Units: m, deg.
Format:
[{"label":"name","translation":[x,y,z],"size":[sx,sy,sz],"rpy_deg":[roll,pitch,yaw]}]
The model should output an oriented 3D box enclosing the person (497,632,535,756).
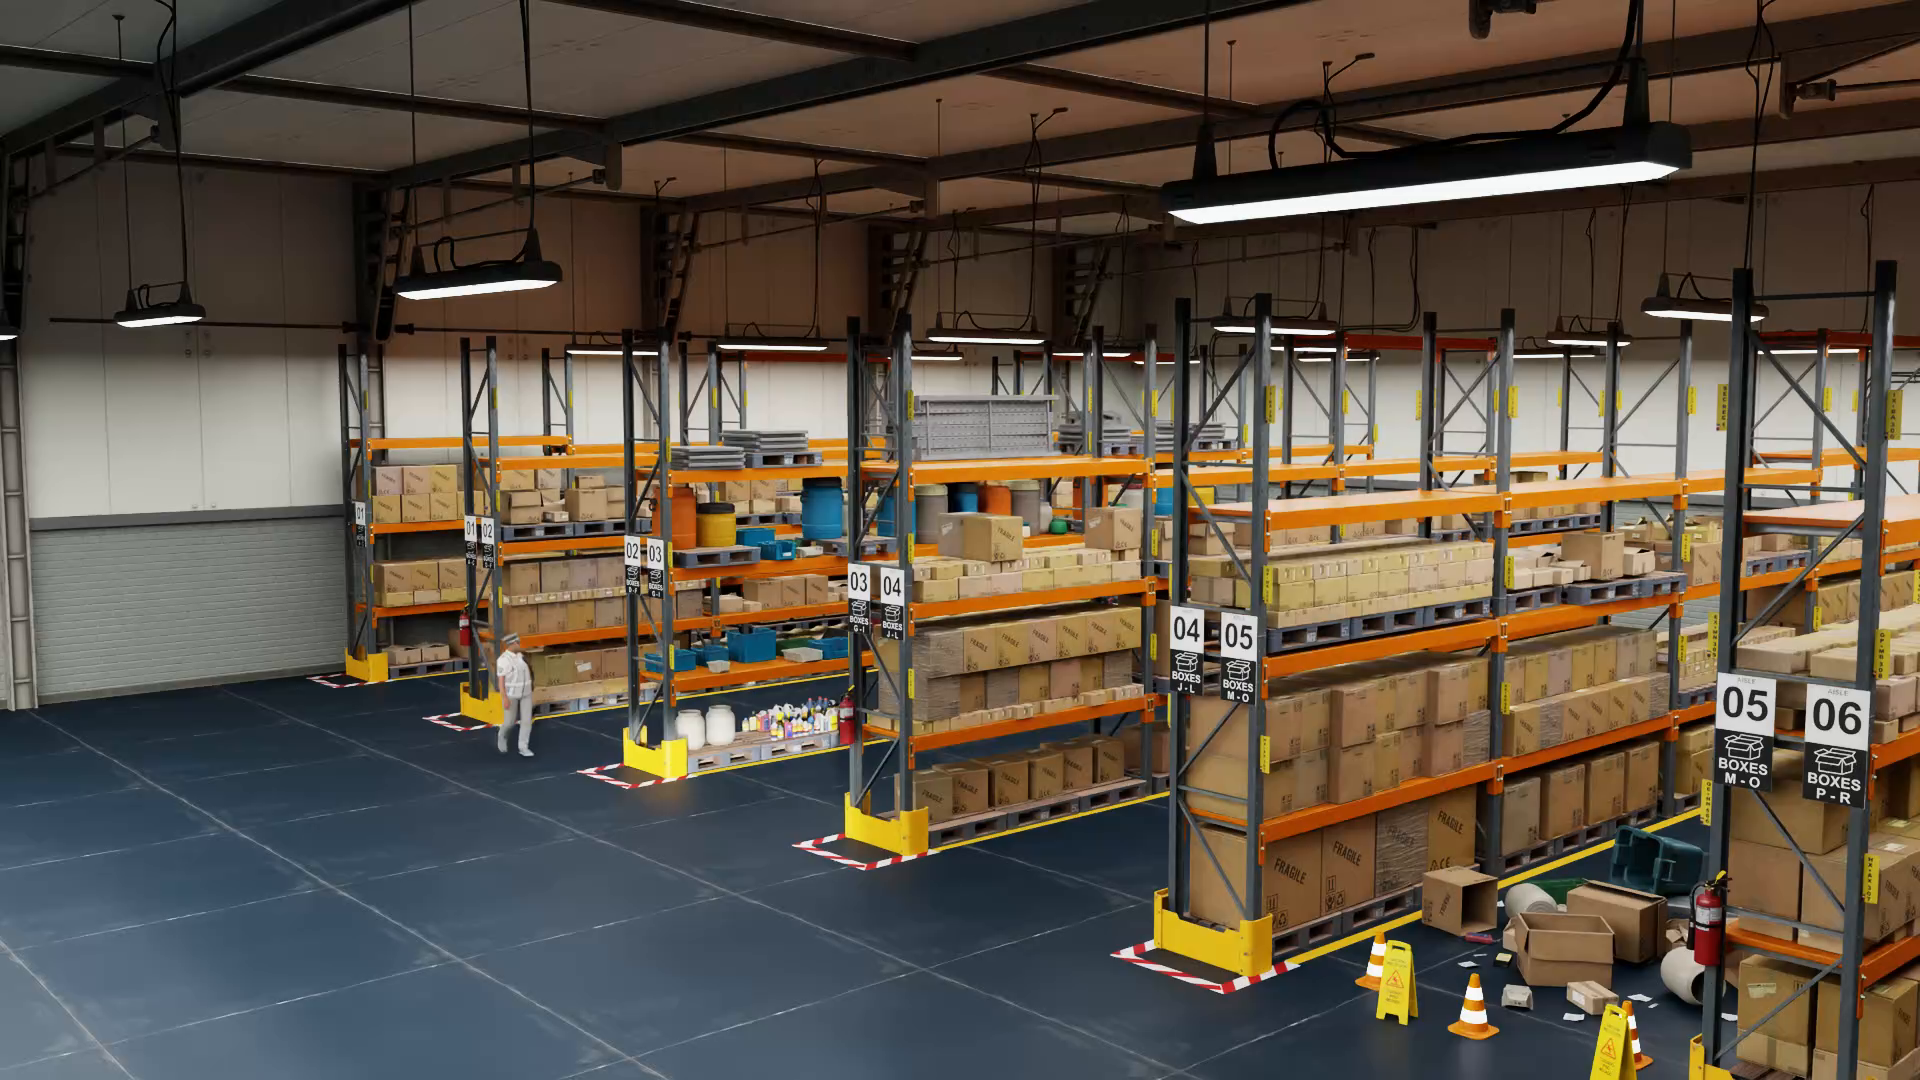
[{"label":"person","translation":[-6.311,2.164,23.488],"size":[0.545,1.755,0.609],"rpy_deg":[-4,6,-37]}]
